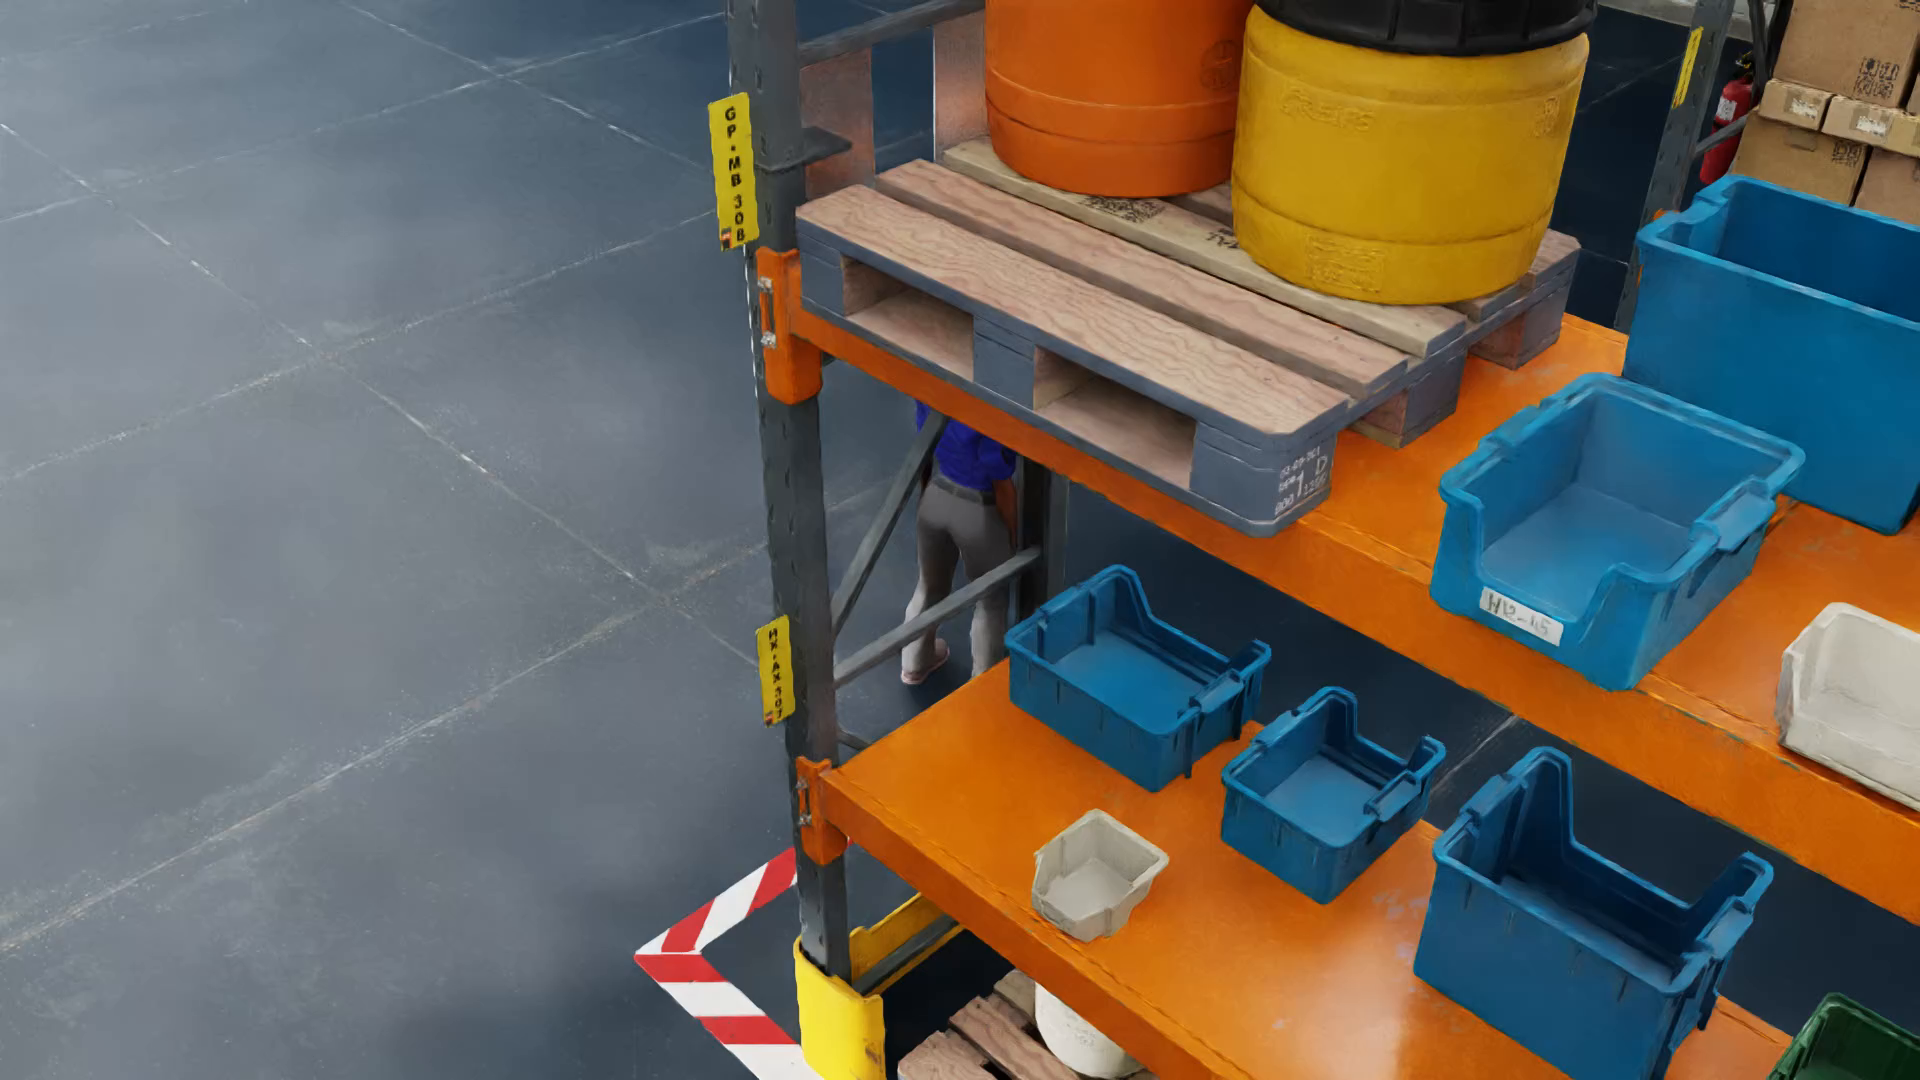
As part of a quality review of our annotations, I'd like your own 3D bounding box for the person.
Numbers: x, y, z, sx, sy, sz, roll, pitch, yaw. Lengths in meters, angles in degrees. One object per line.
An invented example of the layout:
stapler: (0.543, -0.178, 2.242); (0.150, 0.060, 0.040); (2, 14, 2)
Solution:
person: (0.015, -0.085, 6.265); (0.508, 1.648, 0.338); (24, 42, 30)
